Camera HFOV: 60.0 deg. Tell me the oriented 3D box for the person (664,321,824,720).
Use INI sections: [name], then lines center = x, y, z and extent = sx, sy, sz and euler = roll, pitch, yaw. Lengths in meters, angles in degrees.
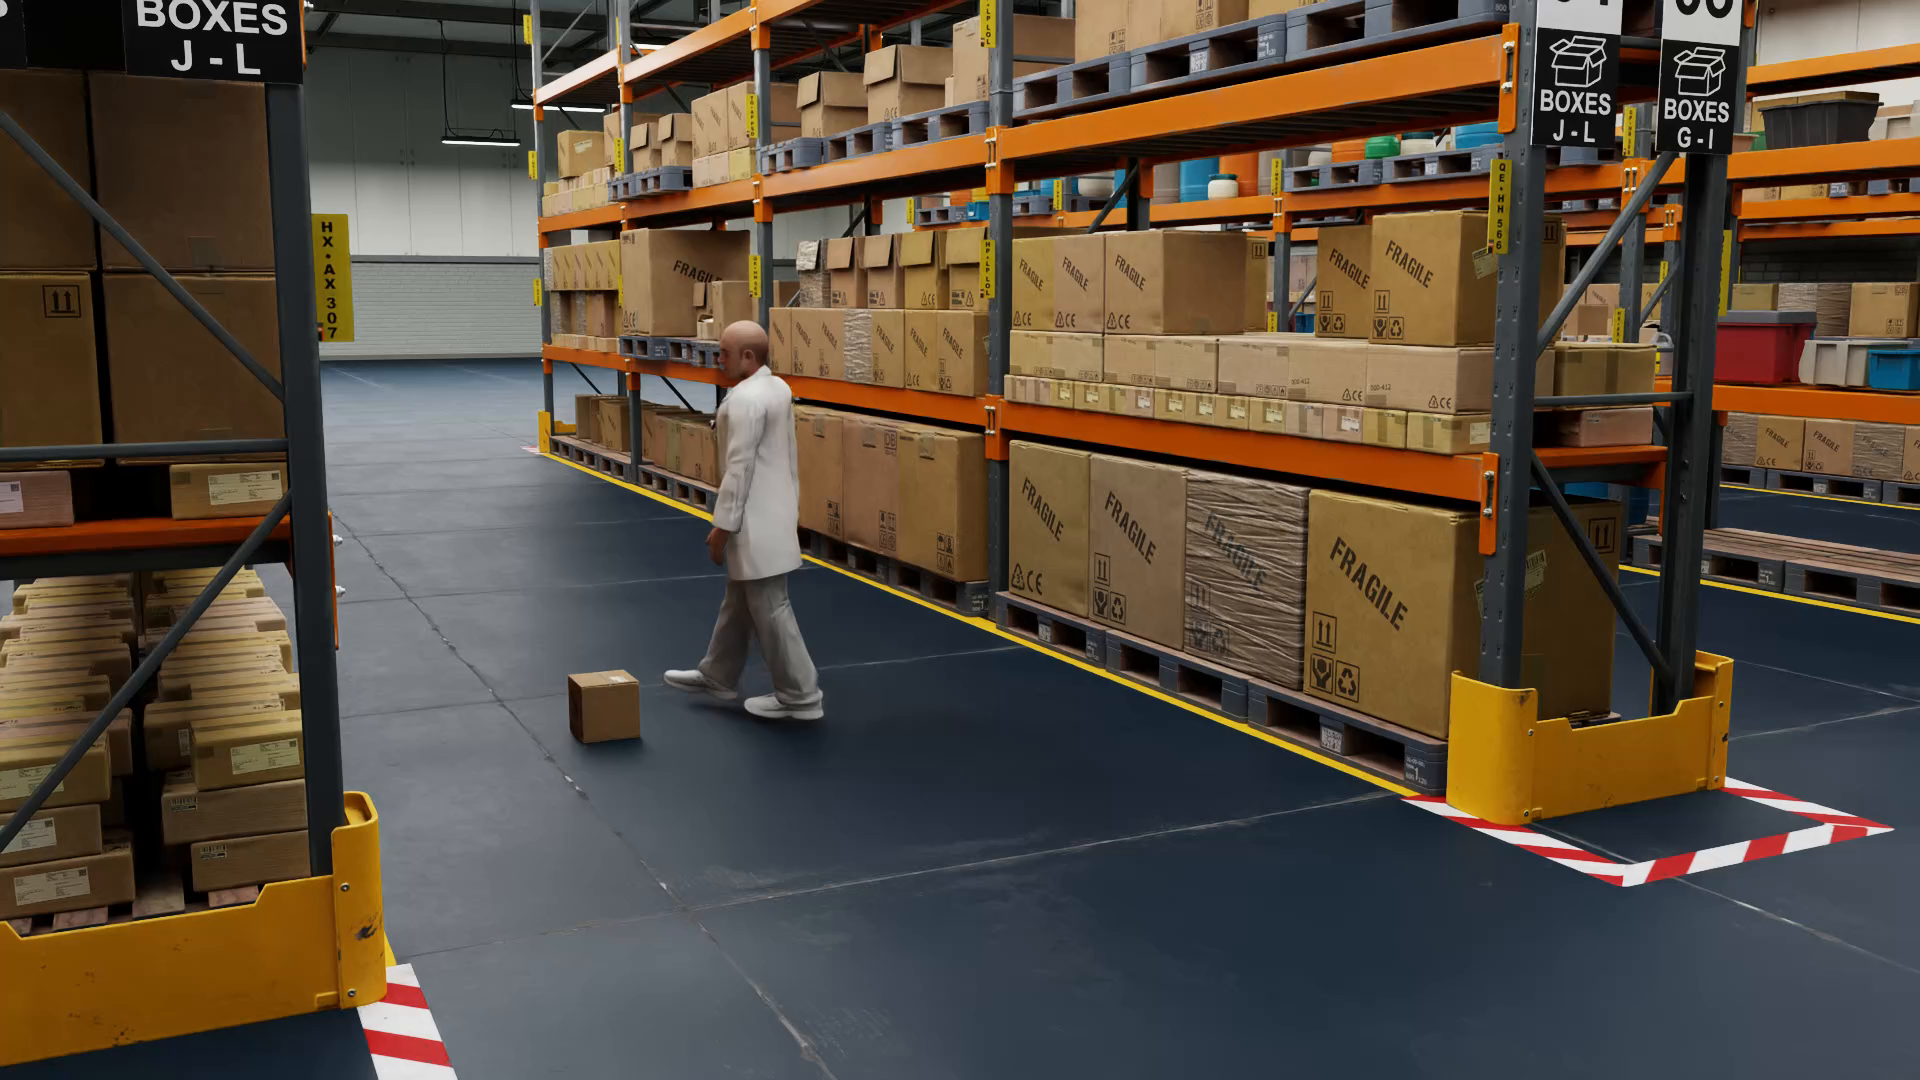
[person]
center = -1.007, -0.093, 7.401
extent = 0.831, 1.756, 0.617
euler = 1, 8, 9
